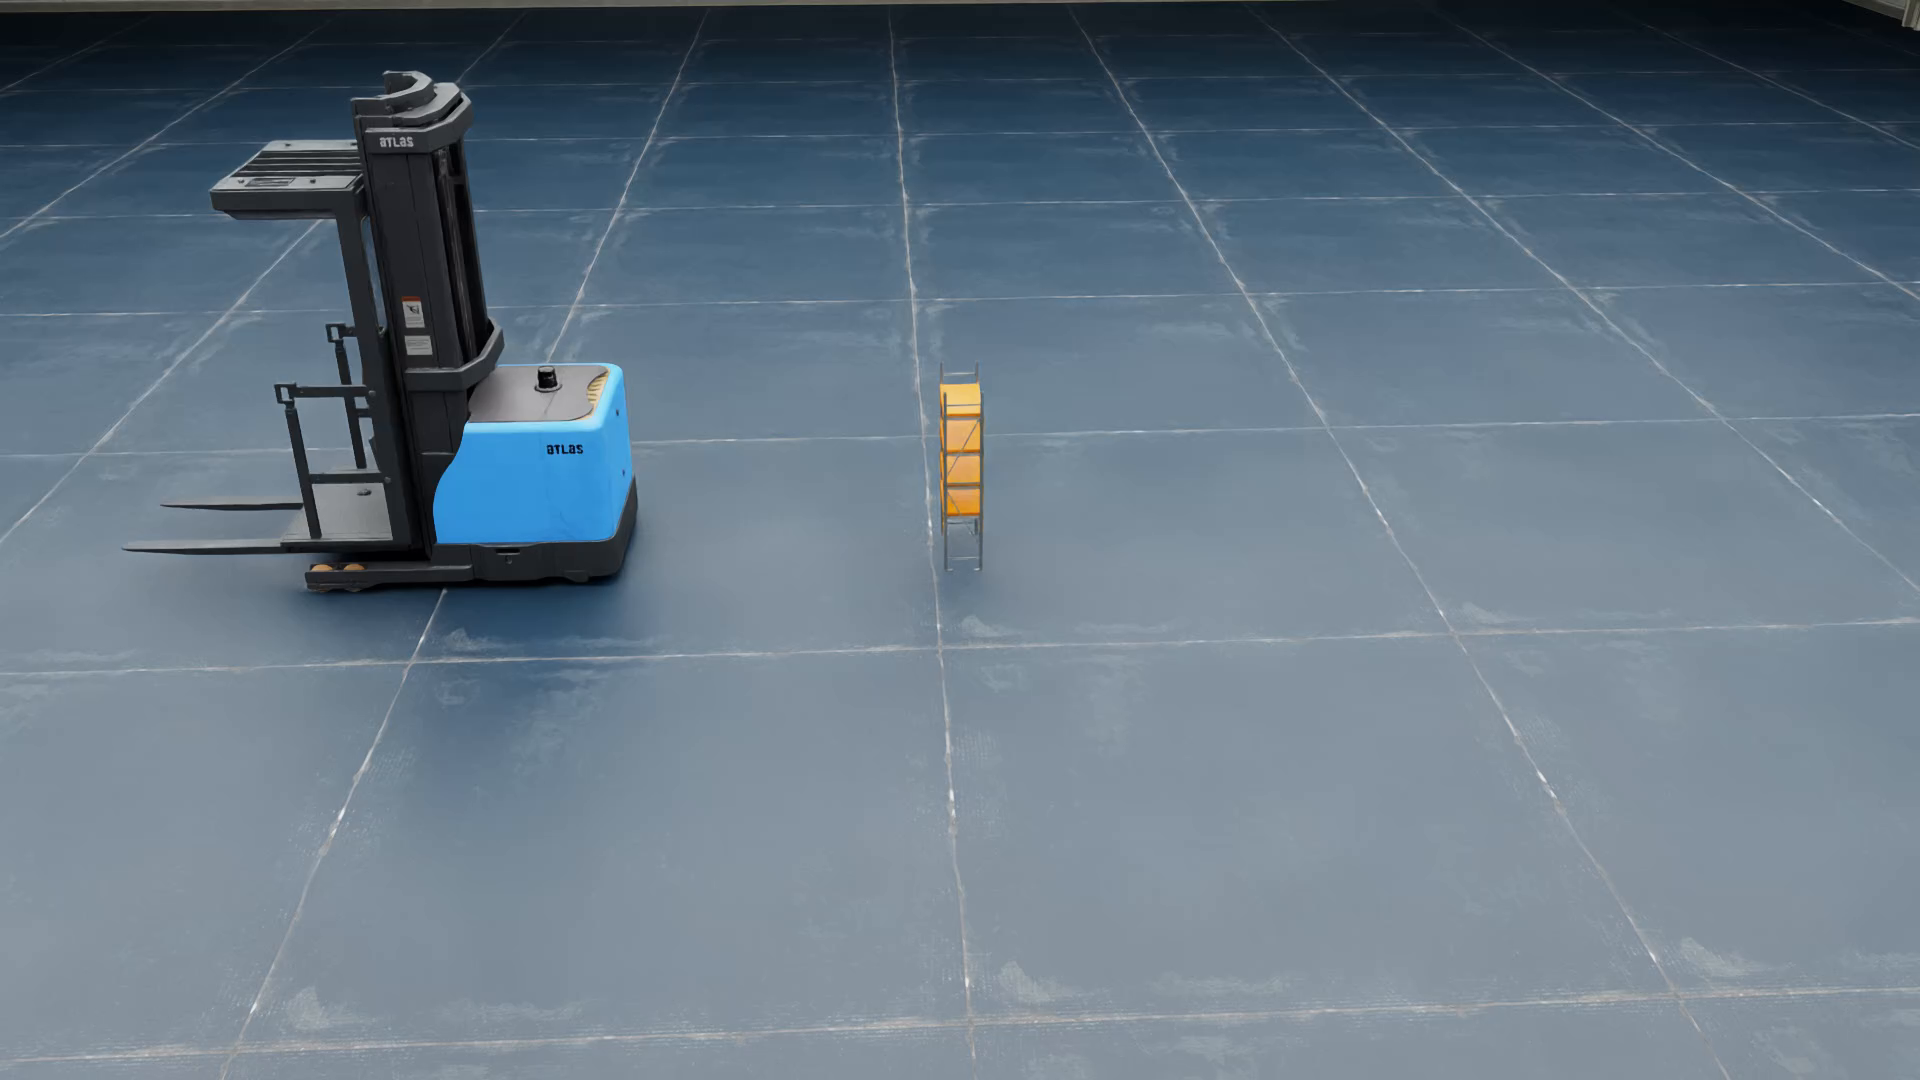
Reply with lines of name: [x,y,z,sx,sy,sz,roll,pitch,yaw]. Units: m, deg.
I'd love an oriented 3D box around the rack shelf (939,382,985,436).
rack shelf: [0.009,-0.804,10.144,0.258,0.148,0.480,-1,28,-3]

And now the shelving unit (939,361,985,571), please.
shelving unit: [0.009,-0.456,10.326,0.258,1.200,0.503,-1,28,-3]

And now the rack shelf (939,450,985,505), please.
rack shelf: [0.009,-0.396,10.357,0.258,0.148,0.480,-1,28,-3]

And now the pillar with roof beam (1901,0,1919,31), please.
pillar with roof beam: [10.811,-11.966,23.962,9.100,9.000,0.400,-1,28,-3]

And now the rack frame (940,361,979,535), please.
rack frame: [-0.004,-0.568,10.542,0.240,1.200,0.015,-1,28,-3]

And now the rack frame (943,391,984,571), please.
rack frame: [0.021,-0.343,10.110,0.240,1.200,0.015,-1,28,-3]

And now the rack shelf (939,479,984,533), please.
rack shelf: [0.009,-0.220,10.449,0.258,0.148,0.480,-1,28,-3]

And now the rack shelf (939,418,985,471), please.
rack shelf: [0.009,-0.594,10.254,0.258,0.148,0.480,-1,28,-3]

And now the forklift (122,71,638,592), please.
forklift: [-3.627,-1.230,9.940,3.031,2.935,1.130,-1,28,-2]
